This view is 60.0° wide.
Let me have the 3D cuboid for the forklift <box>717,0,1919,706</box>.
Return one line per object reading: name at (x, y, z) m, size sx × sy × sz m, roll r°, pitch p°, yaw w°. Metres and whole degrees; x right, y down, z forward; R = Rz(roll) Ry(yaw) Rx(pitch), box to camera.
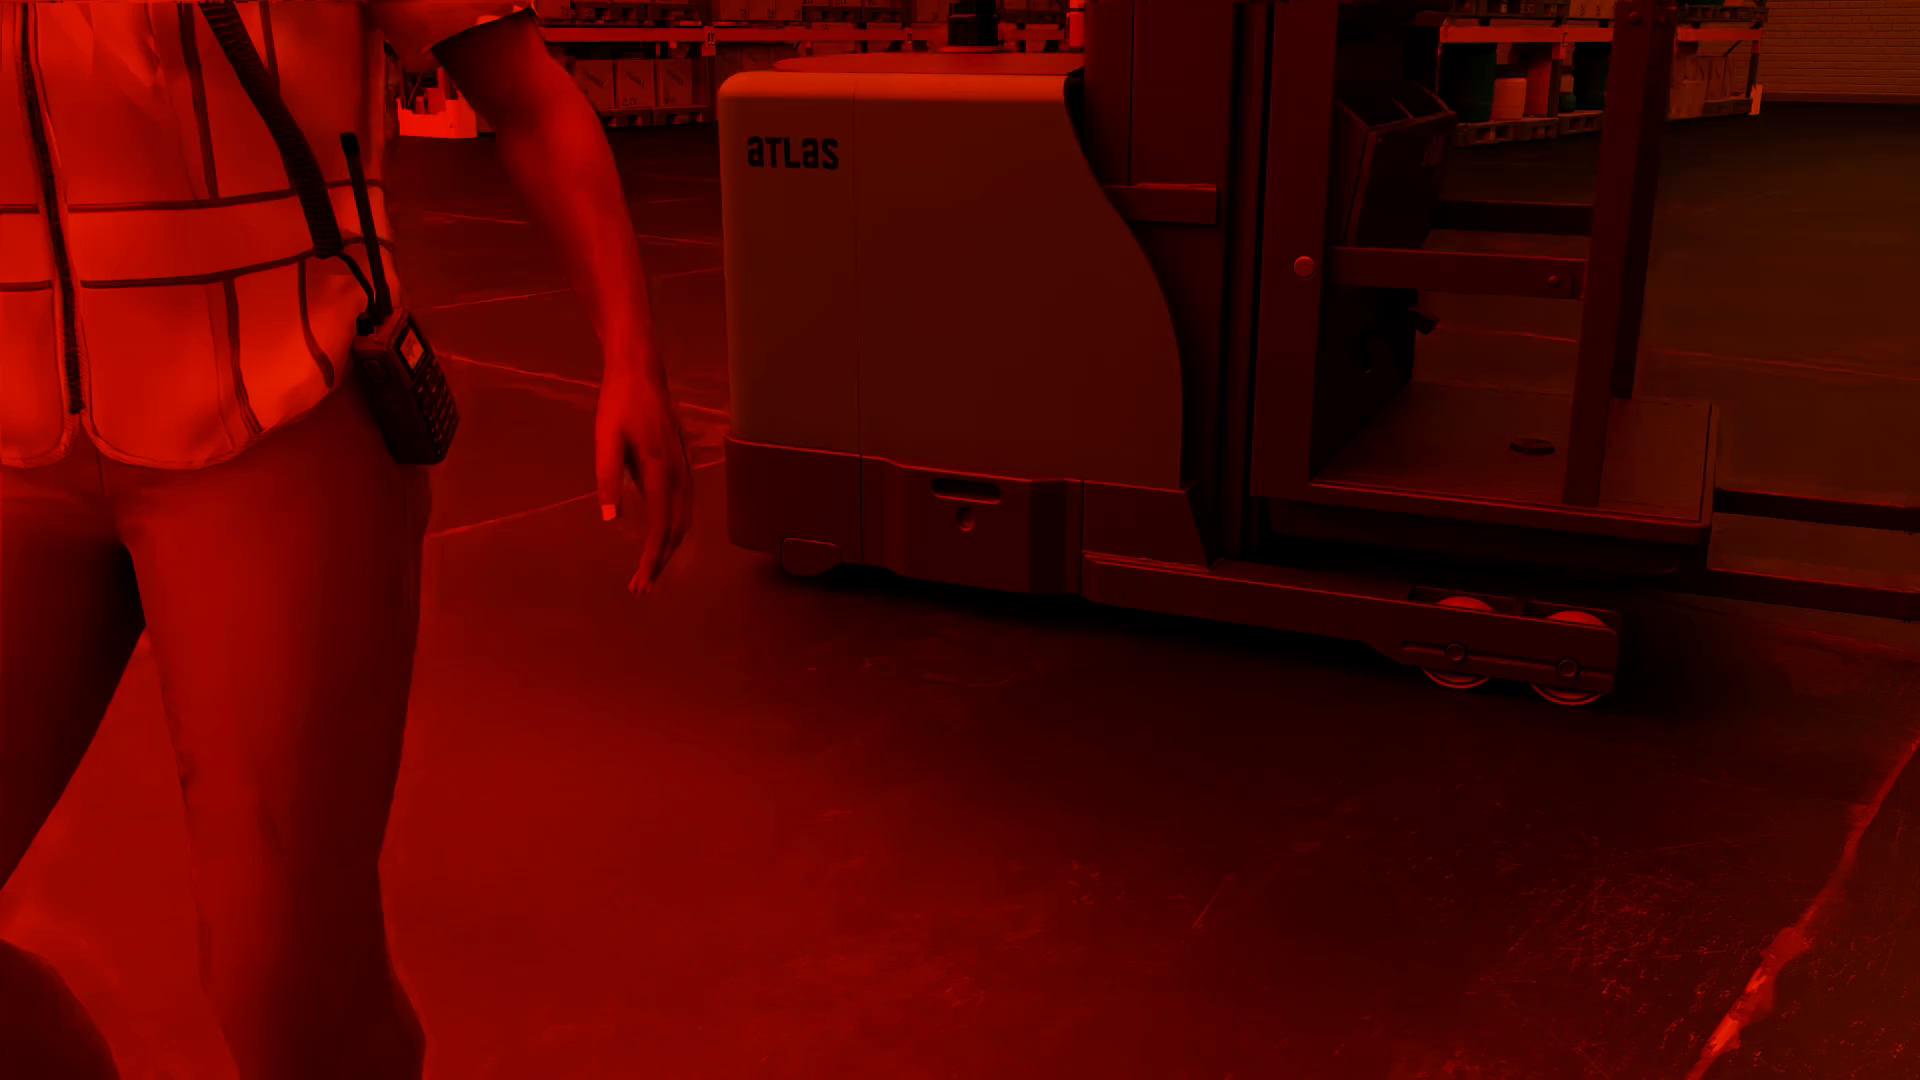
forklift at (1.045, -1.282, 3.119) m, size 3.031 × 2.935 × 1.130 m, roll 7°, pitch 18°, yaw 23°
